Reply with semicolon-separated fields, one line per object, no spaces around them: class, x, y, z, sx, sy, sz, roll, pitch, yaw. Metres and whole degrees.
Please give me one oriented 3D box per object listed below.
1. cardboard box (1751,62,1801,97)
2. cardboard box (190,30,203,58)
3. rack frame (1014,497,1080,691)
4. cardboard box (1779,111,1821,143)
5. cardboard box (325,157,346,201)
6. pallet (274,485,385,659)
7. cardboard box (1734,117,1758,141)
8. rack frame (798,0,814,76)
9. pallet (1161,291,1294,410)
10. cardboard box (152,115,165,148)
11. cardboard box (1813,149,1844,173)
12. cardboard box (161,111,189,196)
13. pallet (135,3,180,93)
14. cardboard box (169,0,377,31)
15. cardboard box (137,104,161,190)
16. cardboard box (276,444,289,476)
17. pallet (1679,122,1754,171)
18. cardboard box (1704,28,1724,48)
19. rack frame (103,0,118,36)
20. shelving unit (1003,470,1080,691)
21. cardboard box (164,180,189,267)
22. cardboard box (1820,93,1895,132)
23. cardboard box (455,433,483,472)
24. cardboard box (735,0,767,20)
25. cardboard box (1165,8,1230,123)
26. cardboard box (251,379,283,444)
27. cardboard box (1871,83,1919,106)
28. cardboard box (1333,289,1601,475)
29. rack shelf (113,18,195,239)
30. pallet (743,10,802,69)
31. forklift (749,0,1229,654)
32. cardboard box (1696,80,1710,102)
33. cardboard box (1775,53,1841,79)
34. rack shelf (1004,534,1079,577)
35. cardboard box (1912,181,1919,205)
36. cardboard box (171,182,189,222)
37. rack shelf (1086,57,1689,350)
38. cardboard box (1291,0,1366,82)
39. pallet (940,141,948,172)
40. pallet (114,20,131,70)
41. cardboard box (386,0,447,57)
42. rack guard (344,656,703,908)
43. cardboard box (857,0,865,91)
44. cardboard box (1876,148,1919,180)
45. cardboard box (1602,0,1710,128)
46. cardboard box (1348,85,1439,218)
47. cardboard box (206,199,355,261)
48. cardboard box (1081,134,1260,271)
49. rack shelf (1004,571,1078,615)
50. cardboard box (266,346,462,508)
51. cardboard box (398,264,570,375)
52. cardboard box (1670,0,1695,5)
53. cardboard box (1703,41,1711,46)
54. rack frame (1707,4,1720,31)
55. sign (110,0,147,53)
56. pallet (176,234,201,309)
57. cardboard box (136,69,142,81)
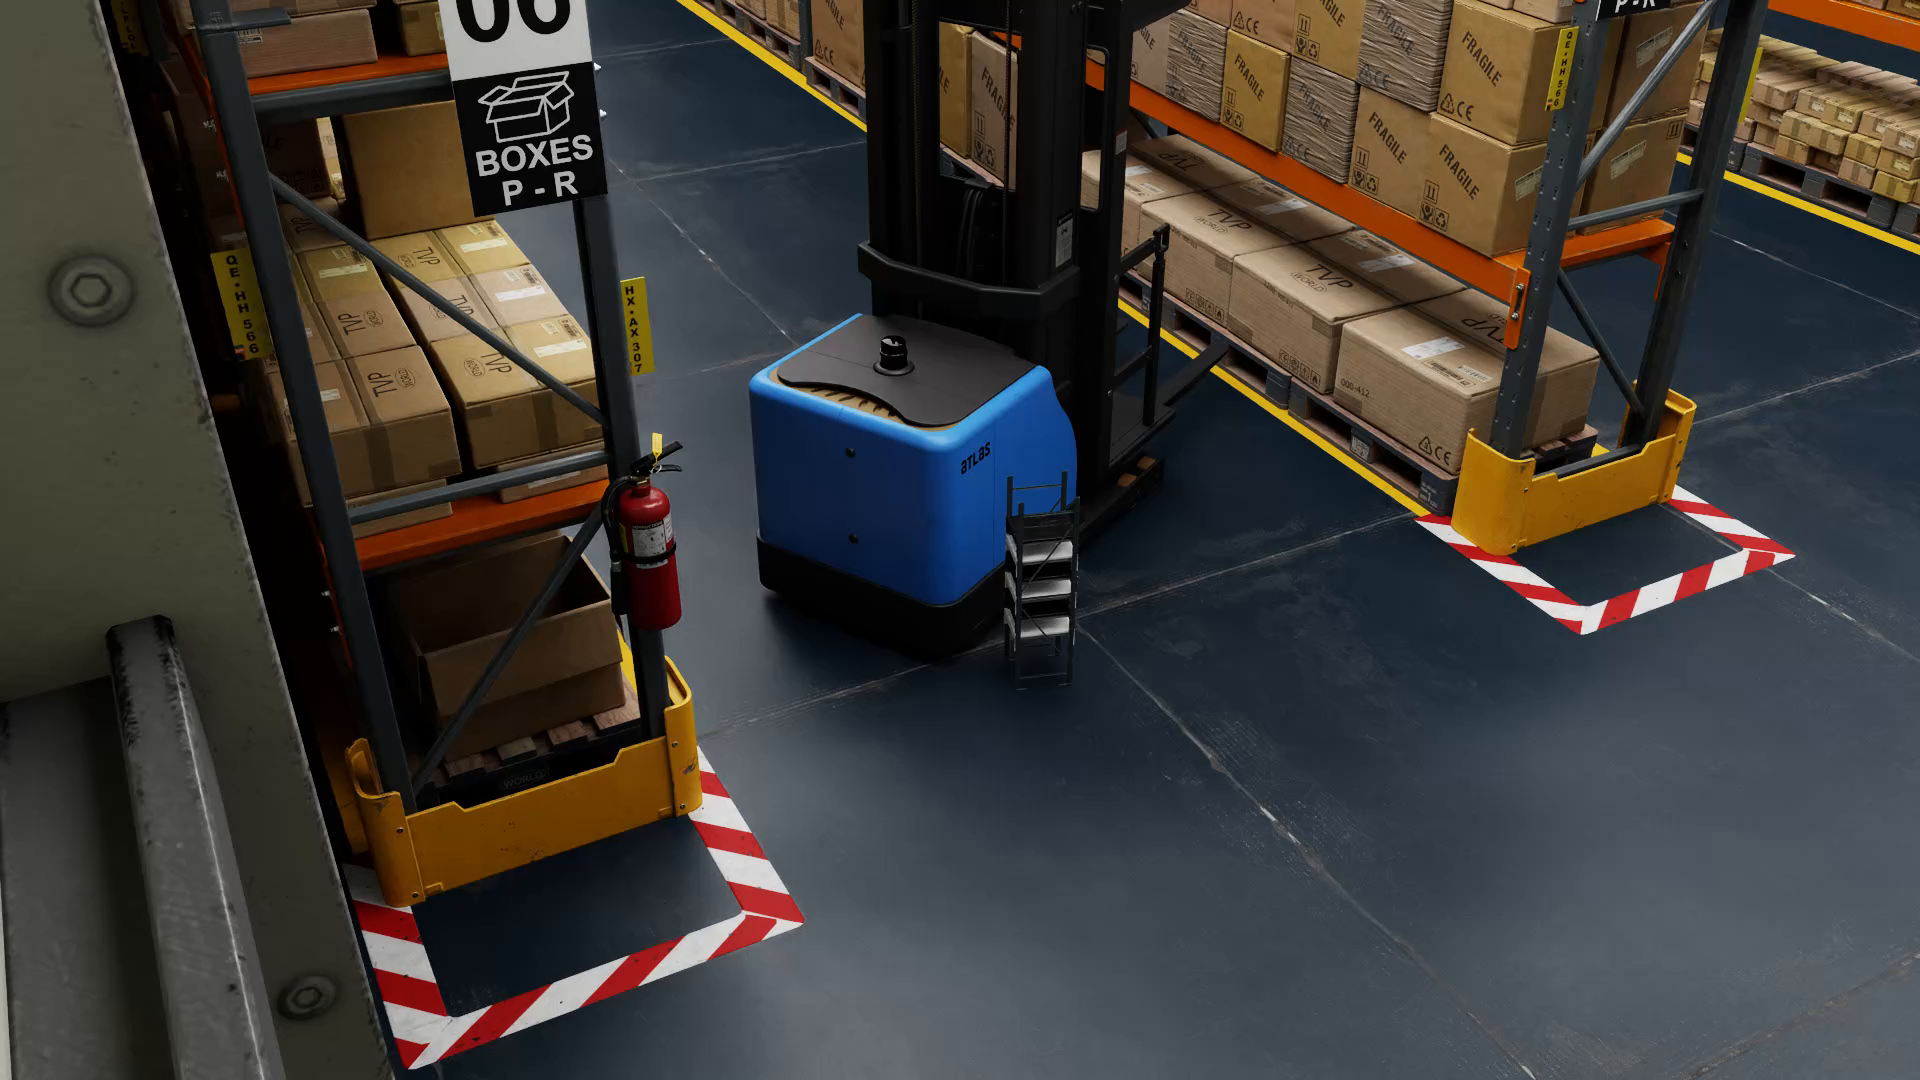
cardboard box;5.709;-3.255;11.772;0.380;0.149;0.250;-17;36;-24
cardboard box;-2.035;-1.528;4.827;0.380;0.149;0.250;-15;36;-22
rack frame;0.341;0.226;6.582;0.240;0.900;0.006;-6;33;-9
cardboard box;5.874;-2.858;11.428;0.380;0.149;0.250;-16;36;-23
cardboard box;-2.448;-1.478;7.160;0.500;0.250;0.500;-16;36;-23
pallet;-2.477;0.010;7.558;1.003;0.211;1.213;-16;36;-23
cardboard box;5.687;-2.999;11.924;0.380;0.149;0.250;-17;36;-24
rack frame;-0.844;-5.234;13.158;1.000;3.000;0.127;-16;36;-23
pallet;1.879;-1.185;9.424;1.003;0.211;1.213;-16;36;-23
cardboard box;-4.770;-2.556;10.306;0.380;0.149;0.250;-17;36;-24
cardboard box;6.069;-2.625;11.340;0.380;0.149;0.250;-15;36;-22
cardboard box;-3.377;-1.833;7.713;0.500;0.250;0.500;-16;36;-24
pallet;-4.323;-2.976;9.812;1.003;0.211;1.213;-16;36;-23
cardboard box;-1.952;-1.635;4.623;0.500;0.250;0.500;-17;36;-24
cardboard box;-5.074;-2.597;10.971;0.500;0.500;0.500;-16;36;-23
cardboard box;-3.068;-0.469;7.975;0.380;0.149;0.250;-16;36;-24
pallet;5.697;-3.132;12.463;1.003;0.211;1.213;-16;36;-23
cardboard box;5.749;-3.741;12.530;0.380;0.149;0.250;-15;36;-22
rack frame;-7.099;-5.893;14.187;1.000;3.000;0.127;-16;36;-23
shelving unit;0.322;0.172;6.667;0.258;0.900;0.210;-6;33;-9
cardboard box;-4.328;-1.851;9.806;0.500;0.500;0.500;-18;37;-25
cardboard box;6.036;-2.876;11.181;0.380;0.149;0.250;-16;36;-23
cardboard box;-1.574;-0.396;5.840;0.380;0.149;0.250;-15;36;-22
cardboard box;-1.450;-4.927;14.725;0.950;0.372;0.625;-17;36;-24
cardboard box;1.465;-2.597;8.950;0.500;0.500;0.500;-16;36;-23
cardboard box;-2.328;-0.503;6.007;0.380;0.149;0.250;-16;36;-23
cardboard box;6.441;-2.991;11.359;0.380;0.149;0.250;-16;36;-23
cardboard box;2.489;-0.804;8.230;0.875;0.438;0.875;-17;36;-25
rack shelf;-4.301;-2.726;9.911;1.077;0.370;4.000;-16;36;-23
pallet;-1.207;-4.433;14.493;1.003;0.211;1.213;-16;36;-23
forklift;0.344;-1.515;7.417;1.130;2.935;3.031;20;38;28
cardboard box;5.581;-3.261;12.057;0.380;0.149;0.250;-16;36;-23
cardboard box;6.077;-3.368;11.949;0.380;0.149;0.250;-15;35;-22
rack shelf;0.322;0.049;6.587;0.258;0.077;0.200;-6;33;-9
cardboard box;6.405;-2.244;10.745;0.380;0.149;0.250;-15;36;-23
cardboard box;-4.187;-1.929;9.326;0.380;0.149;0.250;-18;37;-25
rack shelf;1.953;-2.068;8.883;1.077;0.370;4.000;-16;36;-23
cardboard box;1.953;-2.528;7.916;0.500;0.500;0.500;-16;36;-23
pallet;0.021;-3.083;12.386;1.003;0.211;1.213;-16;36;-23
pallet;-6.721;-4.377;14.405;1.003;0.211;1.213;-16;36;-23
cardboard box;-1.447;-1.534;4.835;0.380;0.149;0.250;-15;36;-22
rack guard;-1.539;0.850;5.979;1.175;0.500;0.348;-16;36;-23
cardboard box;-0.184;-3.739;12.405;0.875;0.875;0.875;-15;36;-23
cardboard box;6.222;-2.483;10.842;0.380;0.149;0.250;-15;36;-22
cardboard box;2.914;-2.180;7.372;0.500;0.500;0.500;-17;36;-24
cardboard box;2.206;-1.865;7.808;0.500;0.500;0.500;-17;36;-24
cardboard box;-2.663;-1.114;6.591;0.500;0.250;0.500;-16;36;-23
cardboard box;1.218;-2.096;10.247;0.875;0.438;0.875;-16;36;-24
rack shelf;0.322;0.200;6.685;0.258;0.077;0.200;-6;33;-9
cardboard box;-1.953;-0.381;5.447;0.500;0.250;0.500;-15;36;-22
cardboard box;-1.712;-0.753;6.027;0.500;0.250;0.500;-15;36;-23
cardboard box;2.965;-2.391;7.101;0.380;0.149;0.250;-15;36;-22
cardboard box;5.330;-3.629;12.355;0.380;0.149;0.250;-14;35;-21
rack frame;5.353;-4.618;12.198;1.000;3.000;0.127;-16;36;-23
sign;-3.858;-2.421;7.695;0.100;0.325;0.005;-16;36;-23
pallet;-4.354;-1.862;10.481;1.003;0.211;1.213;-16;36;-23
cardboard box;-5.266;-3.054;11.082;0.380;0.149;0.250;-14;35;-21
